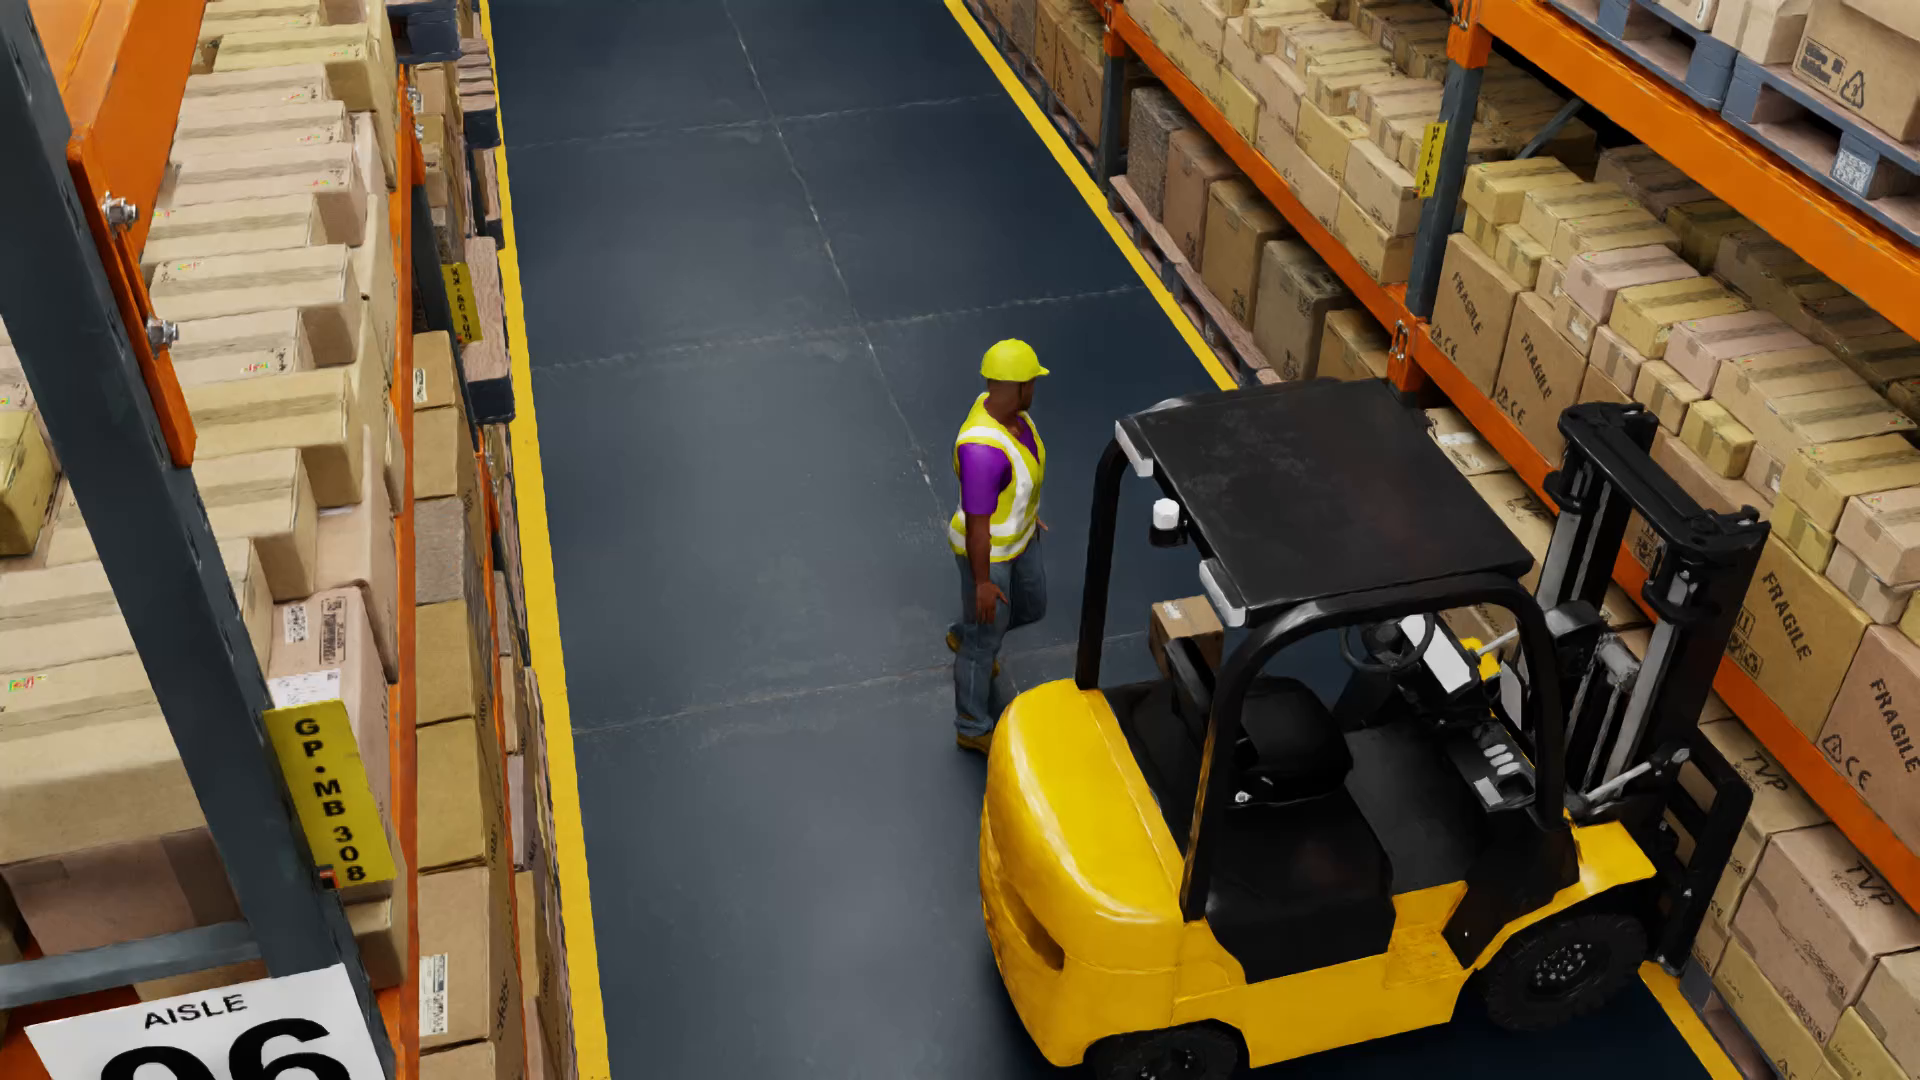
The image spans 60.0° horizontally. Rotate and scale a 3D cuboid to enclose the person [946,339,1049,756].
[{"bbox_3d":[0.126,0.015,6.702,0.525,1.752,0.689,13,40,16],"label":"person"}]
